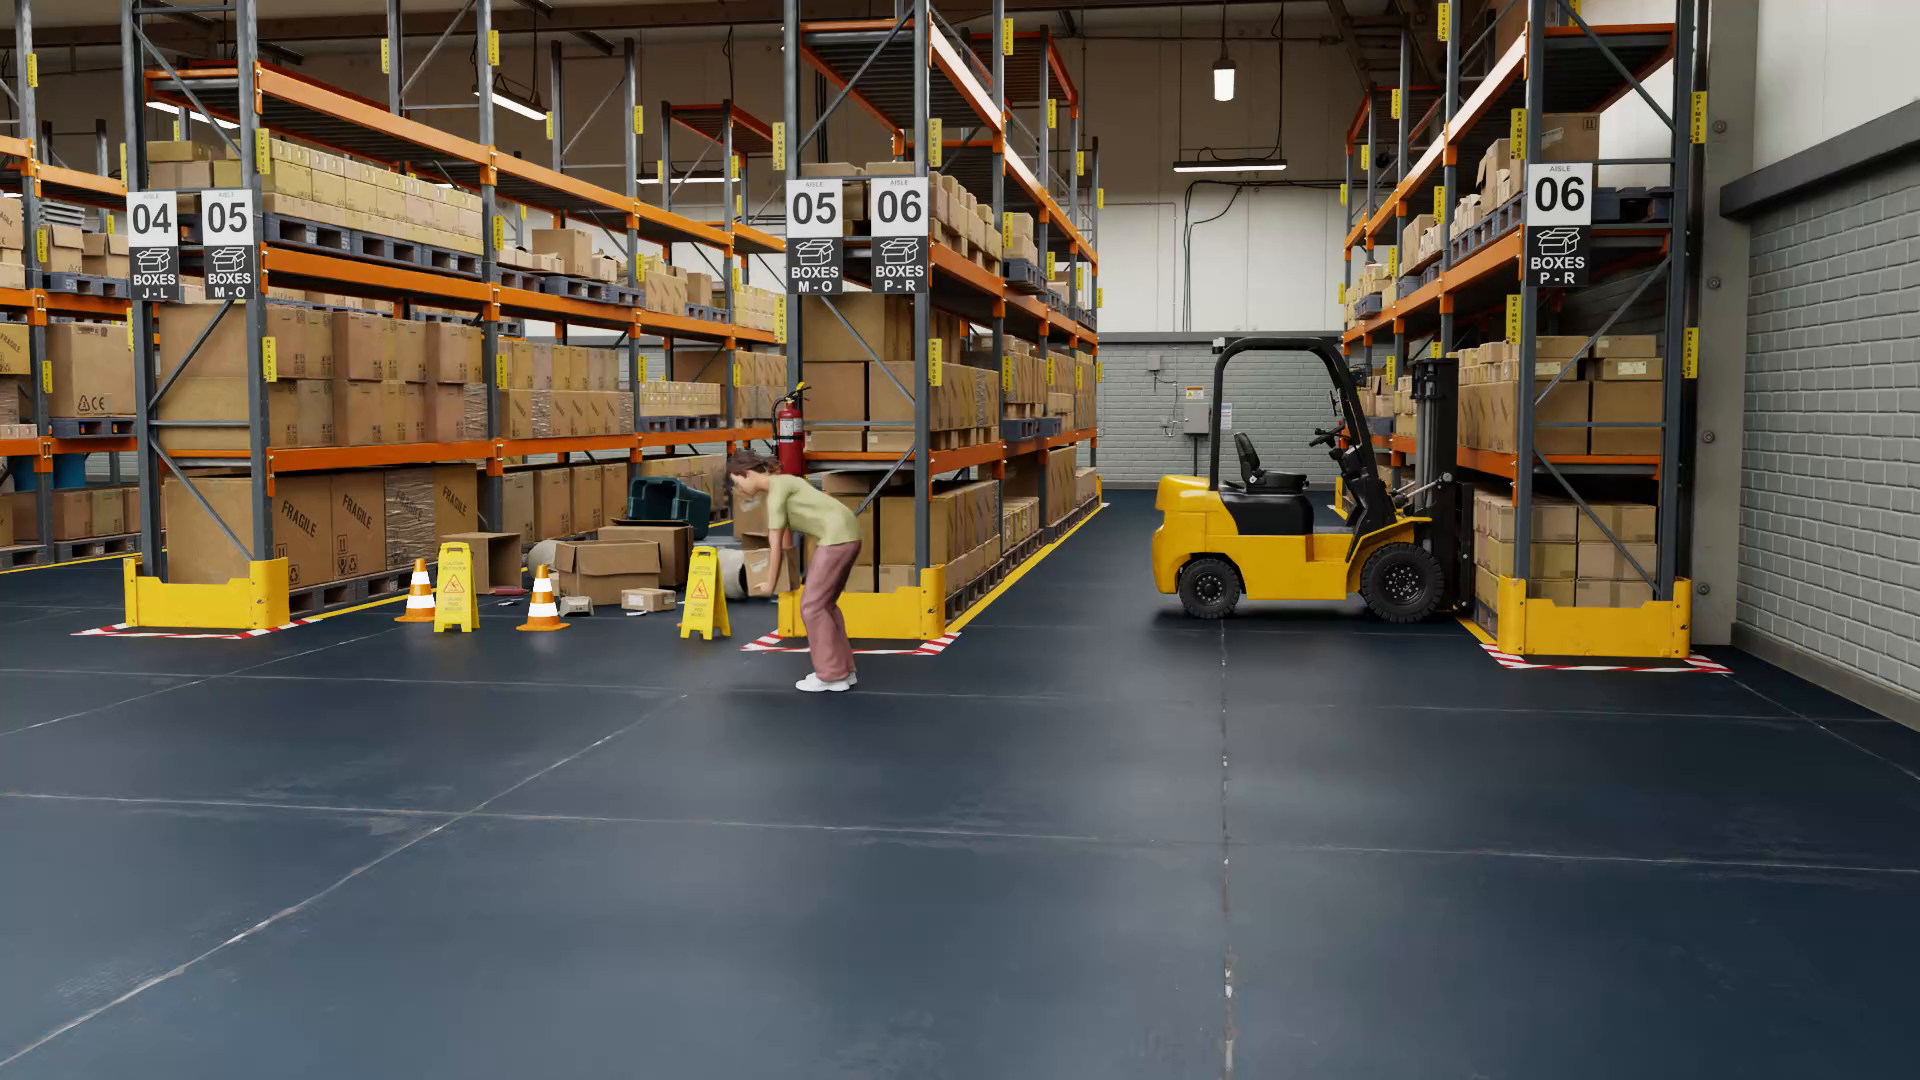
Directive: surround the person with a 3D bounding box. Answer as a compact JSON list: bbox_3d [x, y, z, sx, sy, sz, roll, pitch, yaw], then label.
[{"bbox_3d":[-0.956,0.171,9.609,0.776,1.379,0.407,1,5,7],"label":"person"}]
